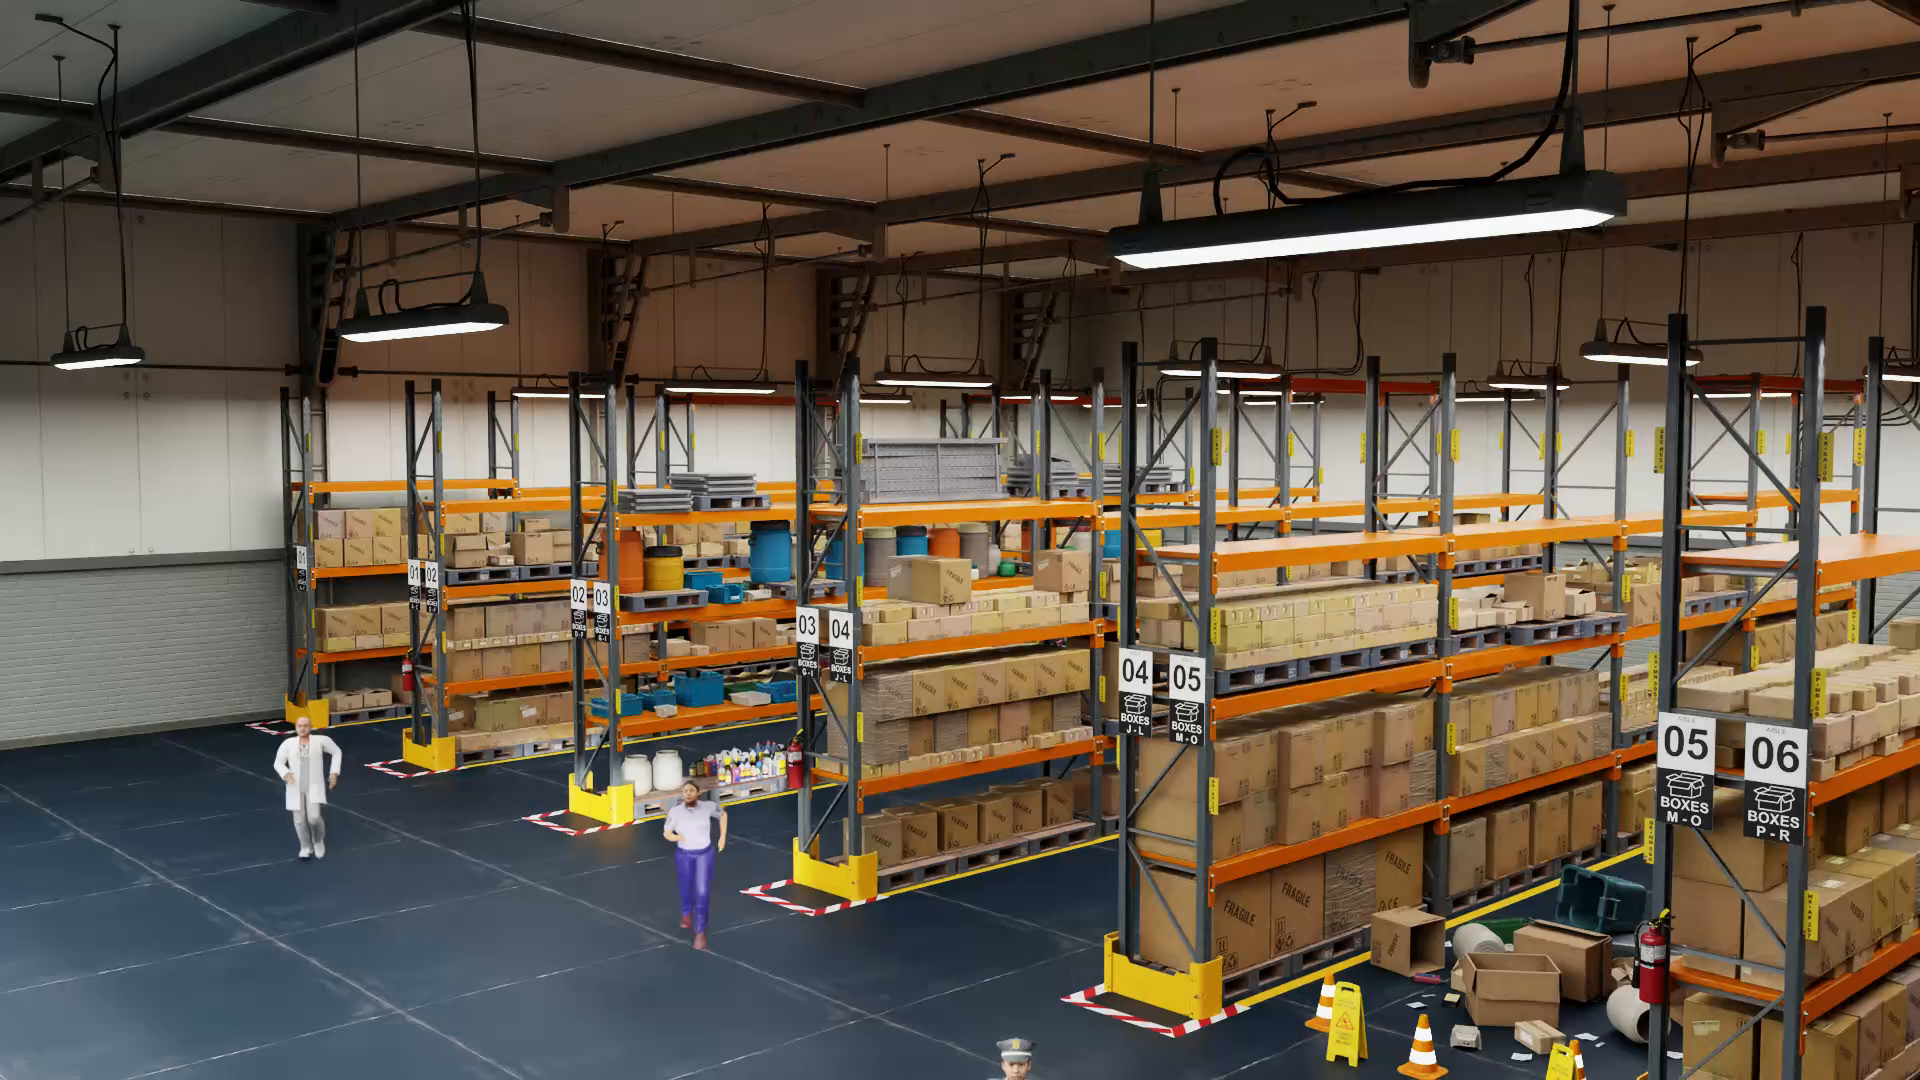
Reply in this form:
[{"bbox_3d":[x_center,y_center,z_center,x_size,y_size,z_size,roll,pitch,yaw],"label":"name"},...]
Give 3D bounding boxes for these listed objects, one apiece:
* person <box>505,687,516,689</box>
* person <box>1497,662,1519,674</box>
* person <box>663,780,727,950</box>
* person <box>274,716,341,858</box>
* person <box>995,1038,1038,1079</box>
[{"bbox_3d":[-7.773,2.492,28.852,0.609,1.641,0.886,2,4,33],"label":"person"},{"bbox_3d":[8.510,2.654,25.860,0.663,1.737,0.598,3,5,43],"label":"person"},{"bbox_3d":[-2.697,3.269,16.963,0.609,1.700,0.876,0,4,-1],"label":"person"},{"bbox_3d":[-7.873,3.005,20.057,0.747,1.756,0.680,-1,4,-14],"label":"person"},{"bbox_3d":[0.311,3.717,9.677,0.605,1.659,0.535,0,4,0],"label":"person"}]
